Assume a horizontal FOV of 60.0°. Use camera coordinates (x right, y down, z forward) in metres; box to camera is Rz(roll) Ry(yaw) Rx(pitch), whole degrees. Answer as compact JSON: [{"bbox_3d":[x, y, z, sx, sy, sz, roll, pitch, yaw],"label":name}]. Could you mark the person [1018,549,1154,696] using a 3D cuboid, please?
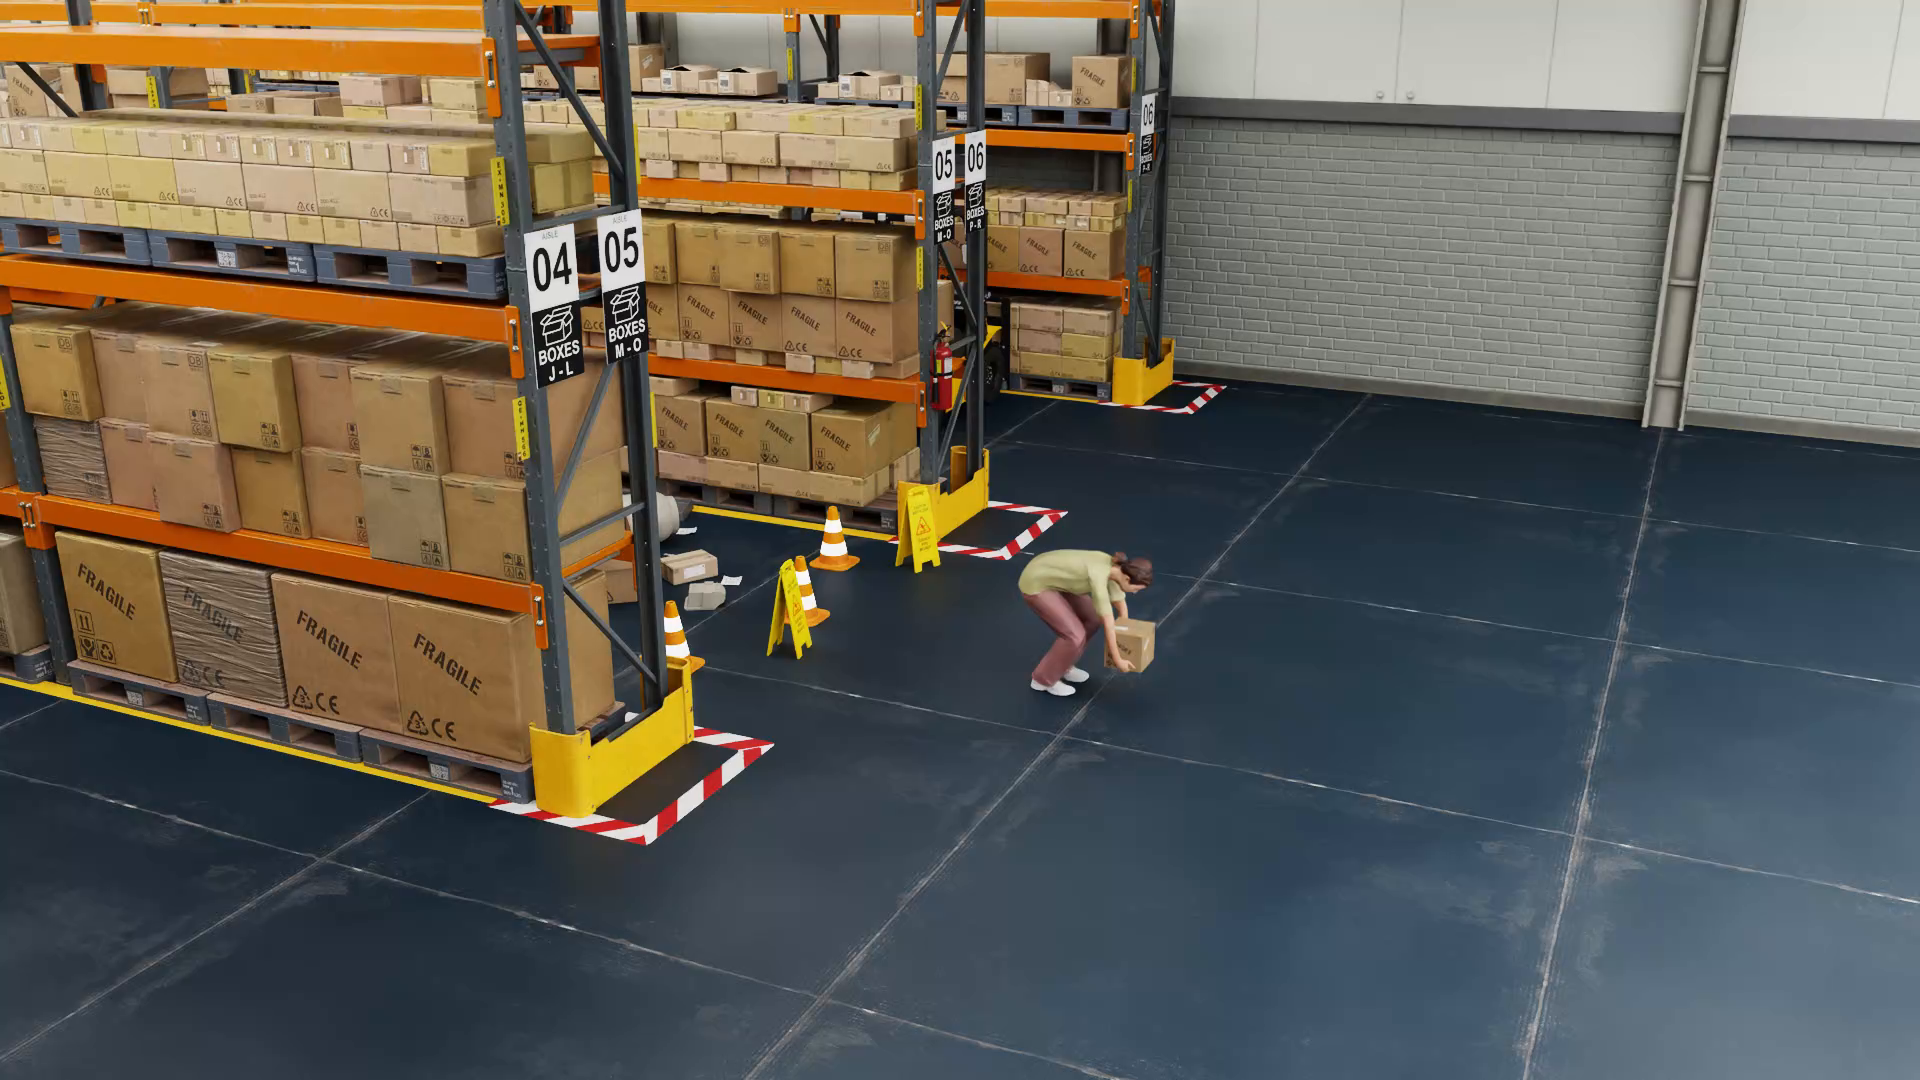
[{"bbox_3d":[0.807,0.505,10.663,0.868,0.987,0.472,7,20,20],"label":"person"}]
